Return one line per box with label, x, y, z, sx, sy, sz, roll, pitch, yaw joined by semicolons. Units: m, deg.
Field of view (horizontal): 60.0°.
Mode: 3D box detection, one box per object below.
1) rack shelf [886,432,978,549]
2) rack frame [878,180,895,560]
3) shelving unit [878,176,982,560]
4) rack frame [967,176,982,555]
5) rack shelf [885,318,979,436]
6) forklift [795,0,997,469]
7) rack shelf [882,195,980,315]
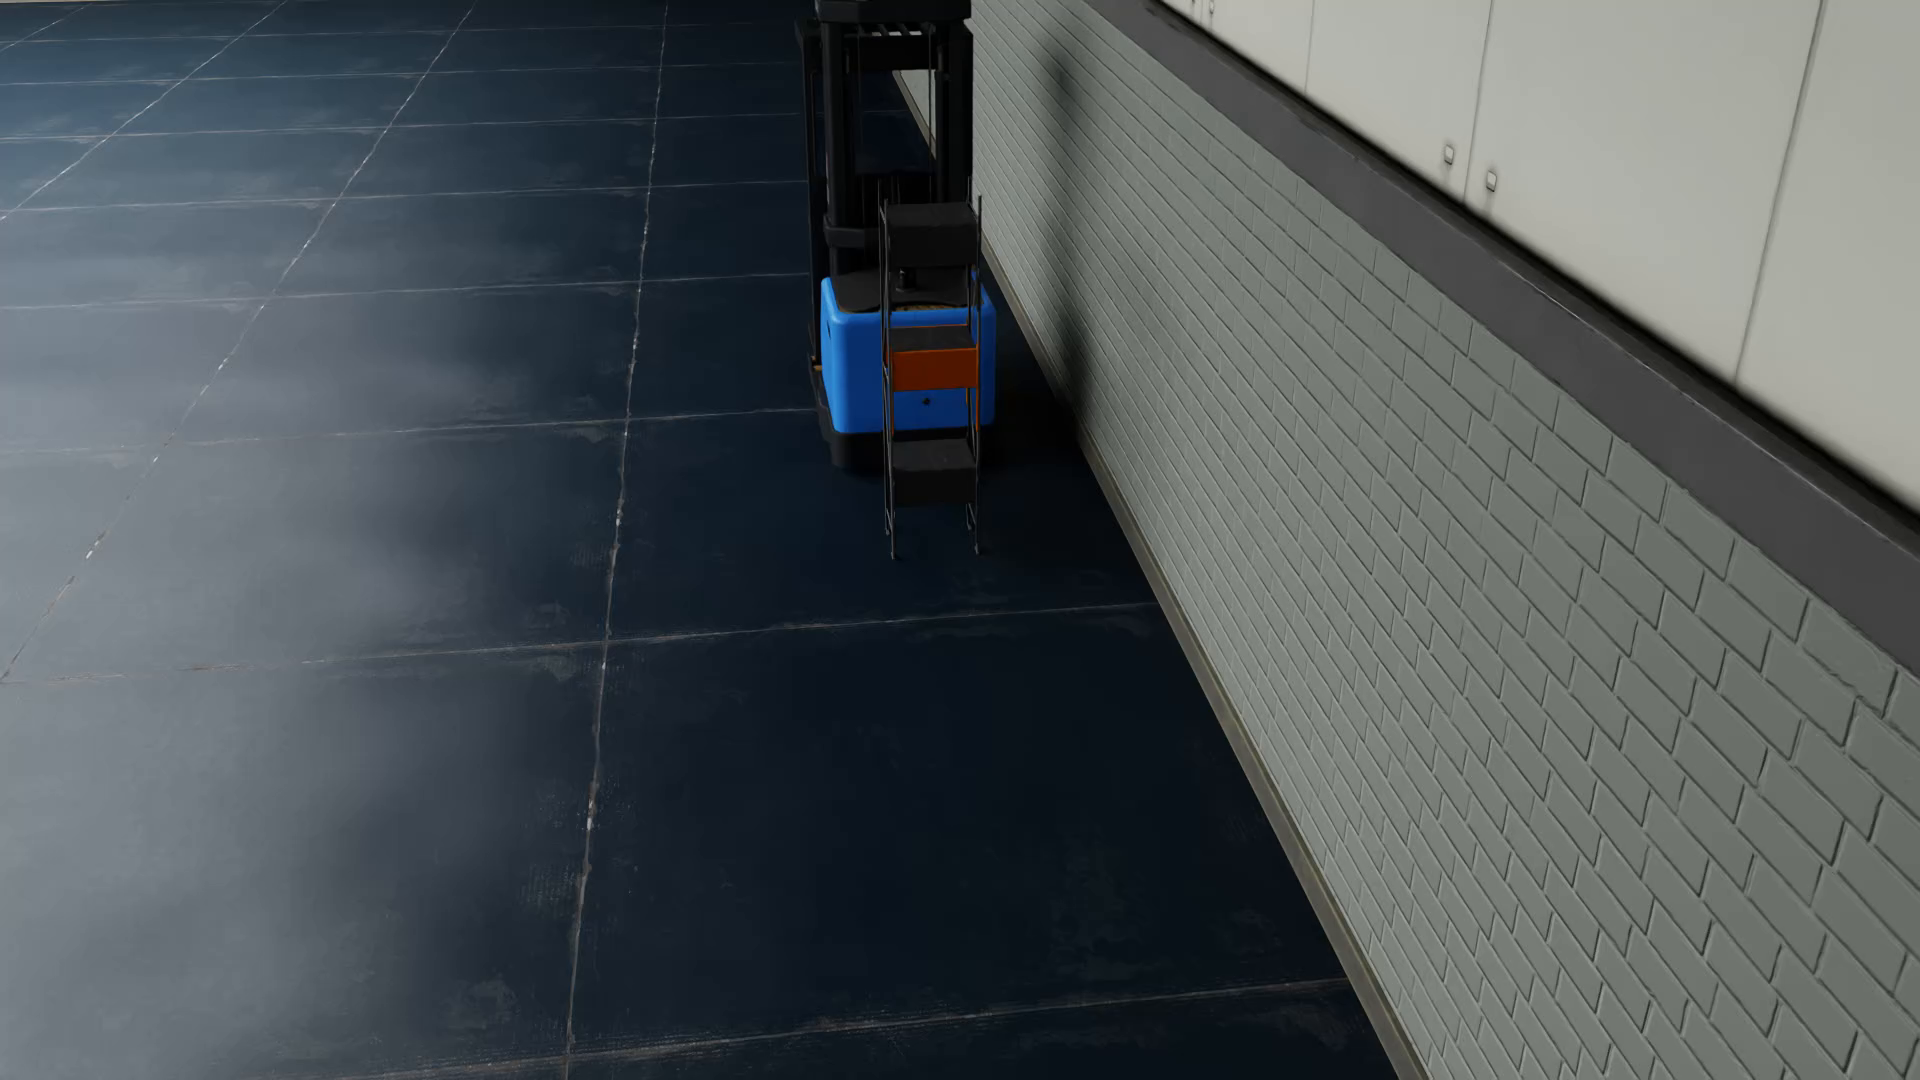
rack shelf;-0.164;-0.289;9.576;0.480;0.518;0.431;-4;27;-7
rack frame;-0.406;-0.908;9.220;0.015;2.100;0.400;-4;27;-7
shelving unit;-0.164;-0.924;9.250;0.503;2.100;0.431;-4;27;-7
rack frame;0.078;-0.939;9.280;0.015;2.100;0.400;-4;27;-7
rack shelf;-0.164;-0.912;9.256;0.480;0.518;0.431;-4;27;-7
forklift;-0.497;-2.397;11.211;1.130;2.935;3.031;-4;27;-8
rack shelf;-0.164;-1.534;8.937;0.480;0.518;0.431;-4;27;-7
